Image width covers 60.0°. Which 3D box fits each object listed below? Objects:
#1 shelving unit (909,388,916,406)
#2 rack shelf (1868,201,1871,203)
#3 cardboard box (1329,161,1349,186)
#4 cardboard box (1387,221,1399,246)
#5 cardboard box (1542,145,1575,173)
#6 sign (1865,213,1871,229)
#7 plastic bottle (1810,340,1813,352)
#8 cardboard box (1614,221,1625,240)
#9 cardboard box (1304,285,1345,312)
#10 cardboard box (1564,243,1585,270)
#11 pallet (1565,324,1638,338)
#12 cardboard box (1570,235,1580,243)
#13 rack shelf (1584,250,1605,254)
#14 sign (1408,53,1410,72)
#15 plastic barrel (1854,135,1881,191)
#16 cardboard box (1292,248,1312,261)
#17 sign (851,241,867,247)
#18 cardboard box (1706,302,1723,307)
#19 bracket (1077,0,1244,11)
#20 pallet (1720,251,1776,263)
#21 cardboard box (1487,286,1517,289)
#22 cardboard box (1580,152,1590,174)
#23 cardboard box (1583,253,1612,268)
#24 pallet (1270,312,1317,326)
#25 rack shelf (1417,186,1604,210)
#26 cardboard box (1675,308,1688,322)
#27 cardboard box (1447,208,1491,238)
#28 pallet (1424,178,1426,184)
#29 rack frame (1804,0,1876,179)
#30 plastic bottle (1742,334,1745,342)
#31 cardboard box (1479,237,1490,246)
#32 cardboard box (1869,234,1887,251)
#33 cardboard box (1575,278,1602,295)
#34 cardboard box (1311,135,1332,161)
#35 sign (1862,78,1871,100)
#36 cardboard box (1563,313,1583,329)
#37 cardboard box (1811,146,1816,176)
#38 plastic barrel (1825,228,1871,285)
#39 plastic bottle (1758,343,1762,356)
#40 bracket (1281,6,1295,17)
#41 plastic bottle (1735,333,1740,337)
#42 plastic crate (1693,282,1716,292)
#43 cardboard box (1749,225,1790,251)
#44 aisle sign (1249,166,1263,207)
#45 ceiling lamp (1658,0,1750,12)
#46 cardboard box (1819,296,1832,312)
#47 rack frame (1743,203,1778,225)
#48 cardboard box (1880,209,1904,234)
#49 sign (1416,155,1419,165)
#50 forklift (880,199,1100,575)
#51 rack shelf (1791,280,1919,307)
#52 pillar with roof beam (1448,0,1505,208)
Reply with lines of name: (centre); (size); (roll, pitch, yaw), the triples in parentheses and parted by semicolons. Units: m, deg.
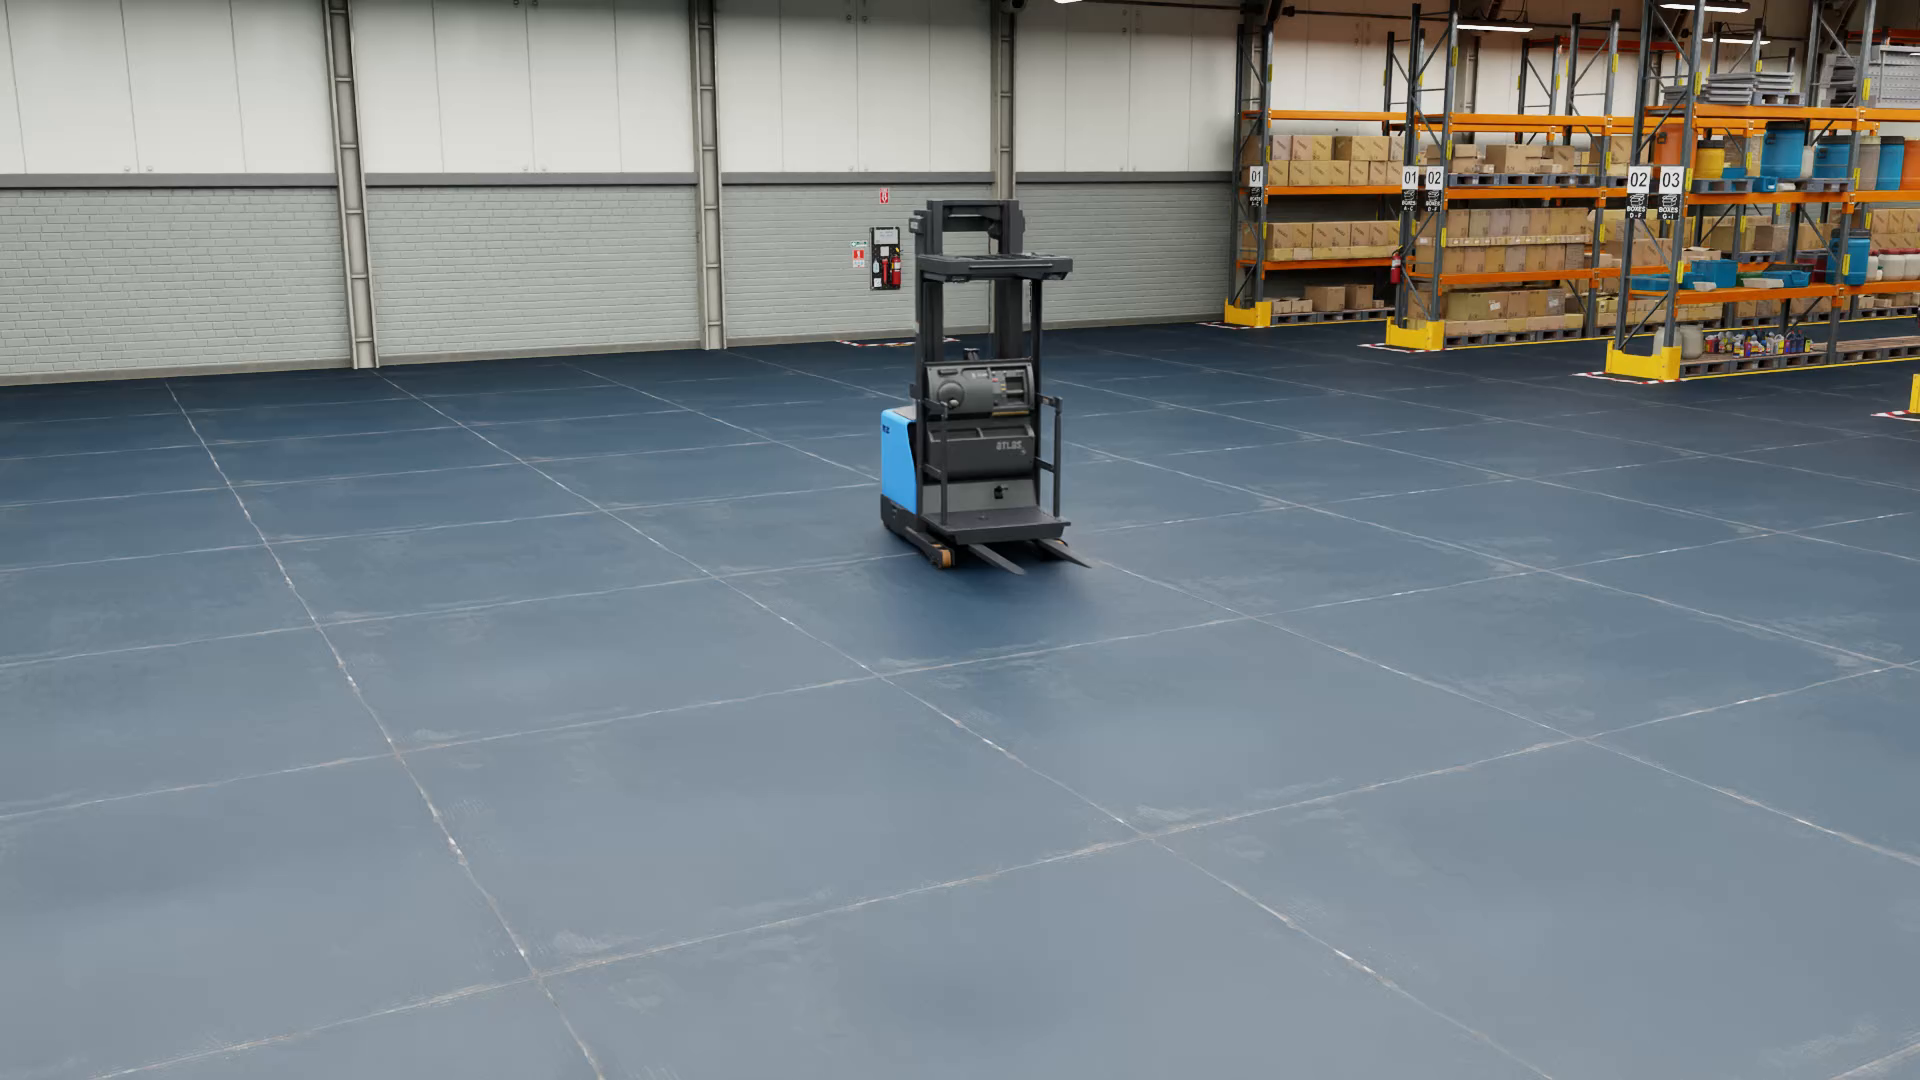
shelving unit: (-0.344, -0.797, 15.401); (0.189, 1.200, 0.258); (-4, 12, -17)
rack shelf: (20.558, -7.566, 36.205); (4.000, 0.370, 1.077); (-7, 14, -28)
cardboard box: (7.709, -7.610, 34.486); (0.500, 0.500, 0.500); (-6, 14, -24)
cardboard box: (9.137, -6.549, 35.467); (0.500, 0.500, 0.500); (-7, 14, -28)
cardboard box: (11.212, -7.185, 31.369); (0.500, 0.500, 0.500); (-6, 14, -23)
sign: (19.072, -6.702, 34.920); (0.005, 0.325, 0.100); (-7, 14, -28)
plastic bottle: (13.982, -3.198, 27.360); (0.097, 0.201, 0.097); (0, 13, 0)
cardboard box: (15.253, -7.198, 38.809); (0.500, 0.500, 0.500); (-7, 14, -28)
cardboard box: (7.712, -5.114, 35.190); (0.500, 0.500, 0.700); (-8, 15, -31)
cardboard box: (11.394, -5.403, 31.557); (0.500, 0.500, 0.700); (-7, 15, -29)
pallet: (12.409, -4.127, 32.465); (1.213, 0.211, 1.003); (-7, 14, -28)
cardboard box: (11.427, -5.672, 31.274); (0.250, 0.149, 0.380); (-7, 15, -29)
rack shelf: (14.670, -6.636, 38.905); (4.000, 0.370, 1.077); (-7, 14, -28)
sign: (8.022, -8.508, 29.612); (0.005, 0.325, 0.100); (-7, 14, -28)
plastic barrel: (15.067, -6.319, 27.882); (0.600, 0.901, 0.600); (0, 13, 0)
cardboard box: (6.922, -5.920, 34.376); (0.500, 0.250, 0.500); (-7, 15, -30)
sign: (-1.887, -5.528, 31.054); (0.331, 0.109, 0.001); (-7, 14, -28)
cardboard box: (14.950, -4.857, 33.389); (0.500, 0.311, 0.500); (-6, 14, -26)
bracket: (3.622, -10.474, 32.455); (4.783, 0.066, 0.076); (-7, 14, -28)
pallet: (15.853, -5.814, 34.049); (1.003, 0.211, 1.213); (-7, 14, -28)
cardboard box: (10.346, -4.538, 31.538); (0.500, 0.500, 0.500); (-7, 14, -28)
cardboard box: (14.245, -8.687, 38.318); (0.500, 0.500, 0.700); (-6, 14, -25)
cardboard box: (12.192, -5.389, 32.065); (0.500, 0.250, 0.500); (-6, 14, -24)
pallet: (6.690, -4.662, 34.842); (1.213, 0.211, 1.003); (-7, 14, -28)
rack shelf: (10.025, -6.304, 30.595); (4.000, 0.370, 1.077); (-7, 14, -28)
cardboard box: (14.053, -4.477, 32.975); (0.500, 0.250, 0.500); (-6, 14, -27)
cardboard box: (9.191, -5.771, 30.240); (0.500, 0.500, 0.700); (-7, 15, -29)
pallet: (9.997, -7.772, 35.909); (1.003, 0.211, 1.213); (-7, 14, -28)
rack frame: (14.151, -7.374, 26.879); (0.127, 3.000, 1.000); (-7, 14, -28)
plastic bottle: (12.967, -3.283, 27.577); (0.097, 0.271, 0.097); (0, 13, 0)
cardboard box: (9.390, -5.427, 30.185); (0.250, 0.149, 0.380); (-7, 14, -29)
cardboard box: (19.380, -6.293, 35.514); (0.500, 0.500, 0.500); (-6, 14, -26)
cardboard box: (14.395, -6.076, 38.716); (0.750, 0.750, 0.750); (-7, 14, -28)
cardboard box: (7.256, -8.038, 34.111); (0.500, 0.500, 0.500); (-6, 14, -26)
sign: (14.405, -7.165, 26.425); (0.005, 0.325, 0.100); (-7, 14, -28)
cardboard box: (11.478, -4.174, 31.633); (0.500, 0.250, 0.500); (-7, 14, -28)
cardboard box: (17.749, -7.896, 34.619); (0.600, 0.600, 0.600); (-7, 14, -28)
plastic barrel: (14.635, -4.674, 27.403); (0.708, 0.901, 0.600); (-7, 14, -28)
plastic bottle: (12.856, -3.063, 26.760); (0.097, 0.201, 0.097); (0, 13, 0)
bracket: (6.627, -10.834, 34.055); (0.430, 0.232, 0.235); (-7, 14, -28)
plastic bottle: (12.913, -3.302, 27.635); (0.133, 0.283, 0.061); (-6, 14, -25)
plastic crate: (11.579, -3.930, 25.839); (0.250, 0.136, 0.298); (-7, 14, -28)
cardboard box: (16.685, -6.224, 34.248); (0.500, 0.500, 0.700); (-4, 13, -17)
aisle sign: (5.973, -7.138, 33.575); (0.004, 0.787, 0.394); (-7, 14, -28)
ceiling lamp: (12.954, -10.641, 28.103); (2.000, 3.185, 0.800); (-7, 14, -28)
cardboard box: (18.069, -5.081, 35.046); (0.500, 0.500, 0.500); (-7, 14, -28)
rack frame: (19.937, -7.619, 41.630); (0.127, 3.000, 1.000); (-7, 14, -28)
cardboard box: (19.804, -6.830, 35.620); (0.500, 0.500, 0.500); (-7, 15, -30)
sign: (9.671, -7.968, 35.174); (0.005, 0.325, 0.100); (-7, 14, -28)
forklift: (0.247, -1.292, 13.676); (1.130, 2.935, 3.031); (-4, 13, -19)
rack shelf: (15.906, -4.306, 28.551); (4.000, 0.370, 1.077); (-7, 14, -28)
pillar with roof beam: (13.422, -8.904, 33.679); (0.548, 9.000, 9.100); (-7, 14, -28)
